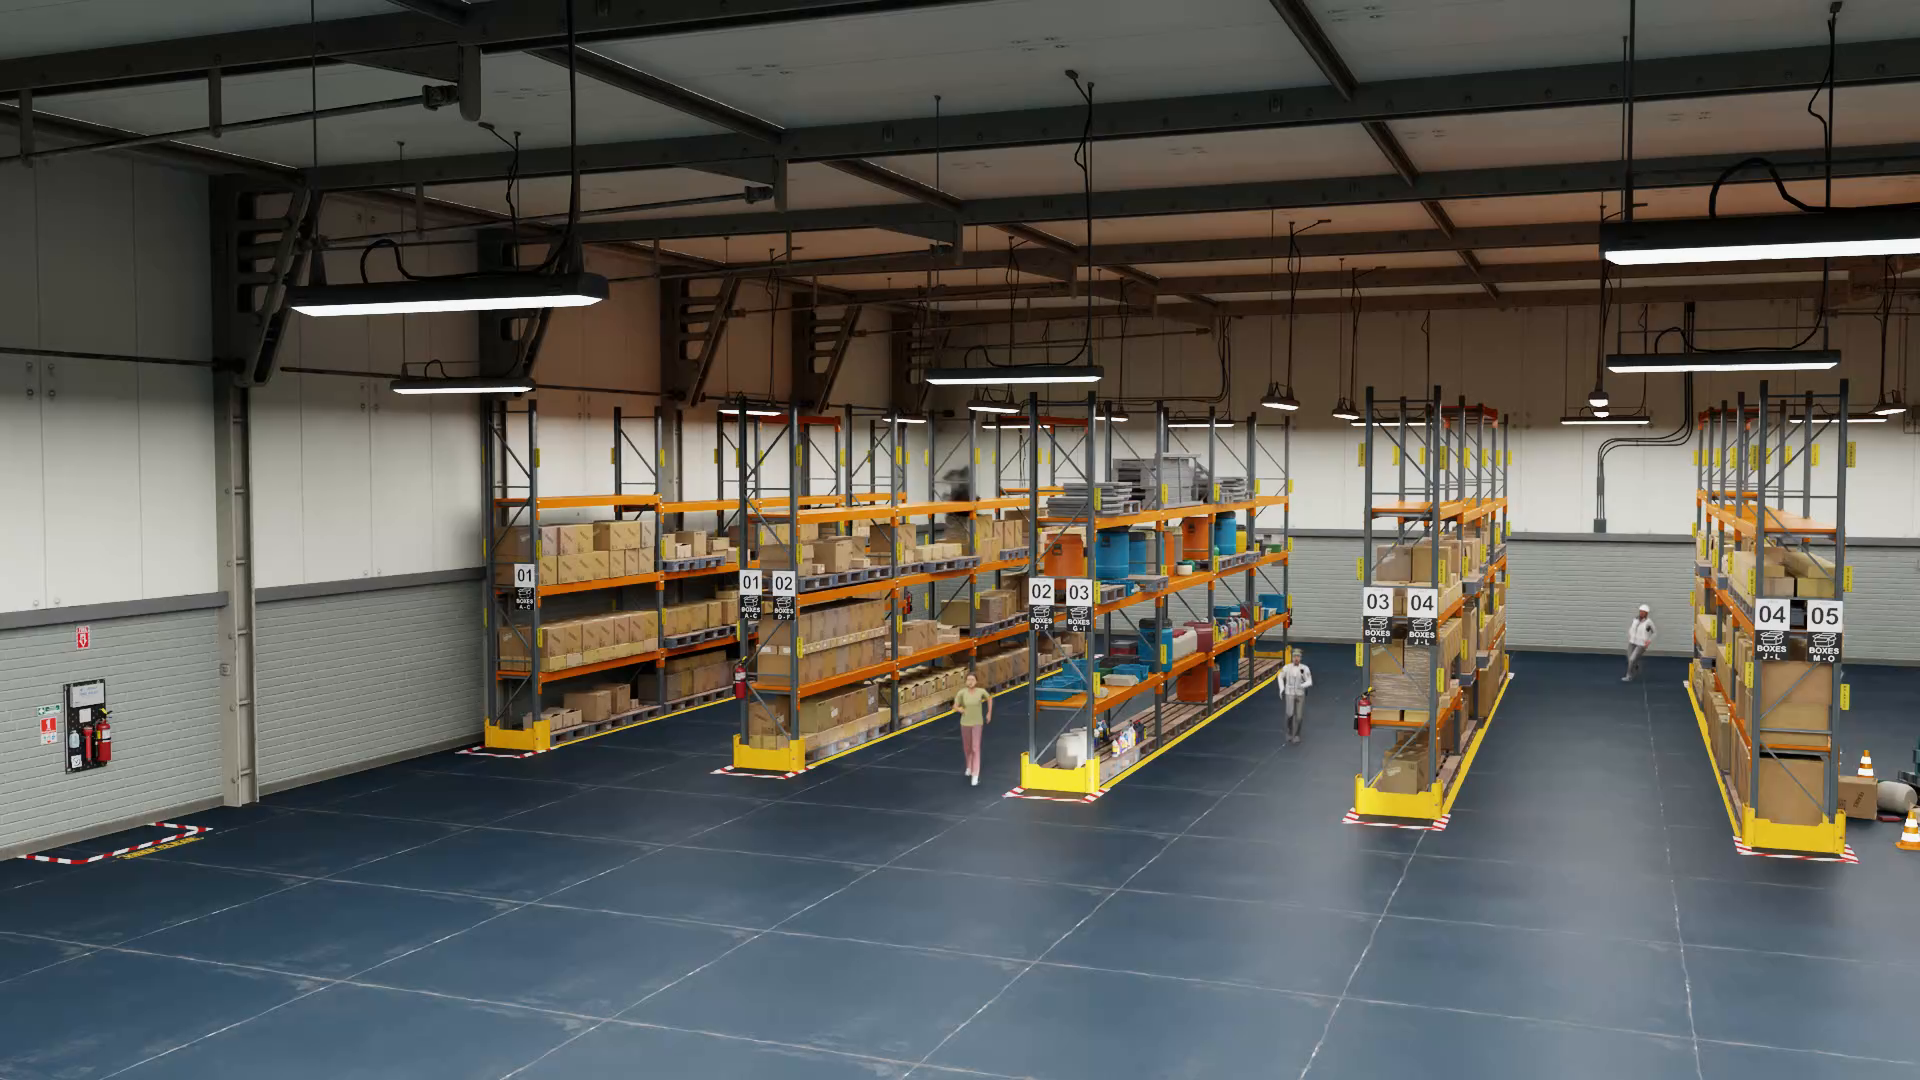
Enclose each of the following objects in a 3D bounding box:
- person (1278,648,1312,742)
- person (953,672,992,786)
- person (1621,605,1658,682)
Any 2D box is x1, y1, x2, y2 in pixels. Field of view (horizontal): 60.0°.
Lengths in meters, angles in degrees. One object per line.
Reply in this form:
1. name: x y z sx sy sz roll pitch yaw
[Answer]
1. person: 5.857 2.721 29.070 0.593 1.660 0.616 1 3 10
2. person: 0.188 2.902 25.765 0.588 1.734 0.772 0 3 6
3. person: 15.227 2.309 37.181 0.756 1.726 0.743 -2 3 -36
